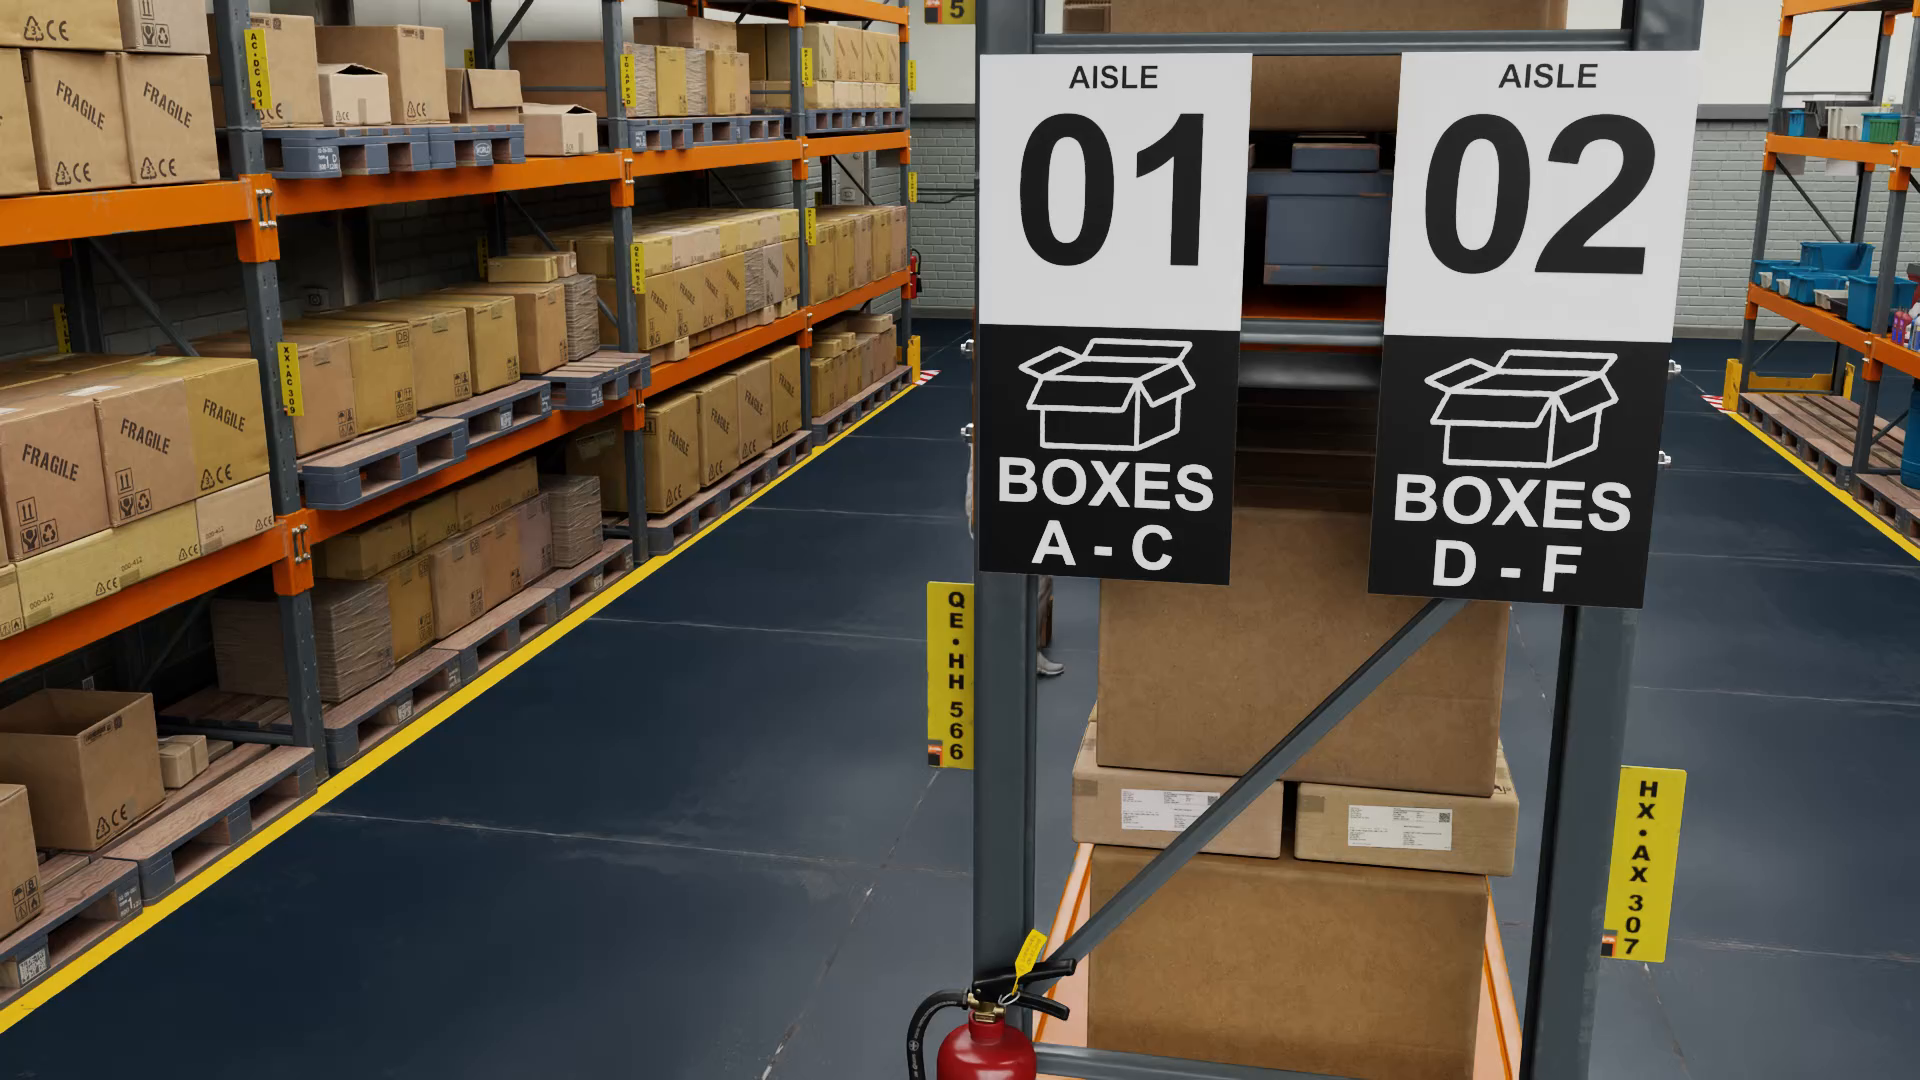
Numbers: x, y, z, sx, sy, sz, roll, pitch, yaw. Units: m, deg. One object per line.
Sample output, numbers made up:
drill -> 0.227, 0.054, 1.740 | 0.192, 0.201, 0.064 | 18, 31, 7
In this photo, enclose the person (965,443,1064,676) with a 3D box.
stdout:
person -> 0.310, -0.102, 9.320 | 0.635, 1.698, 0.365 | 8, 17, 29
